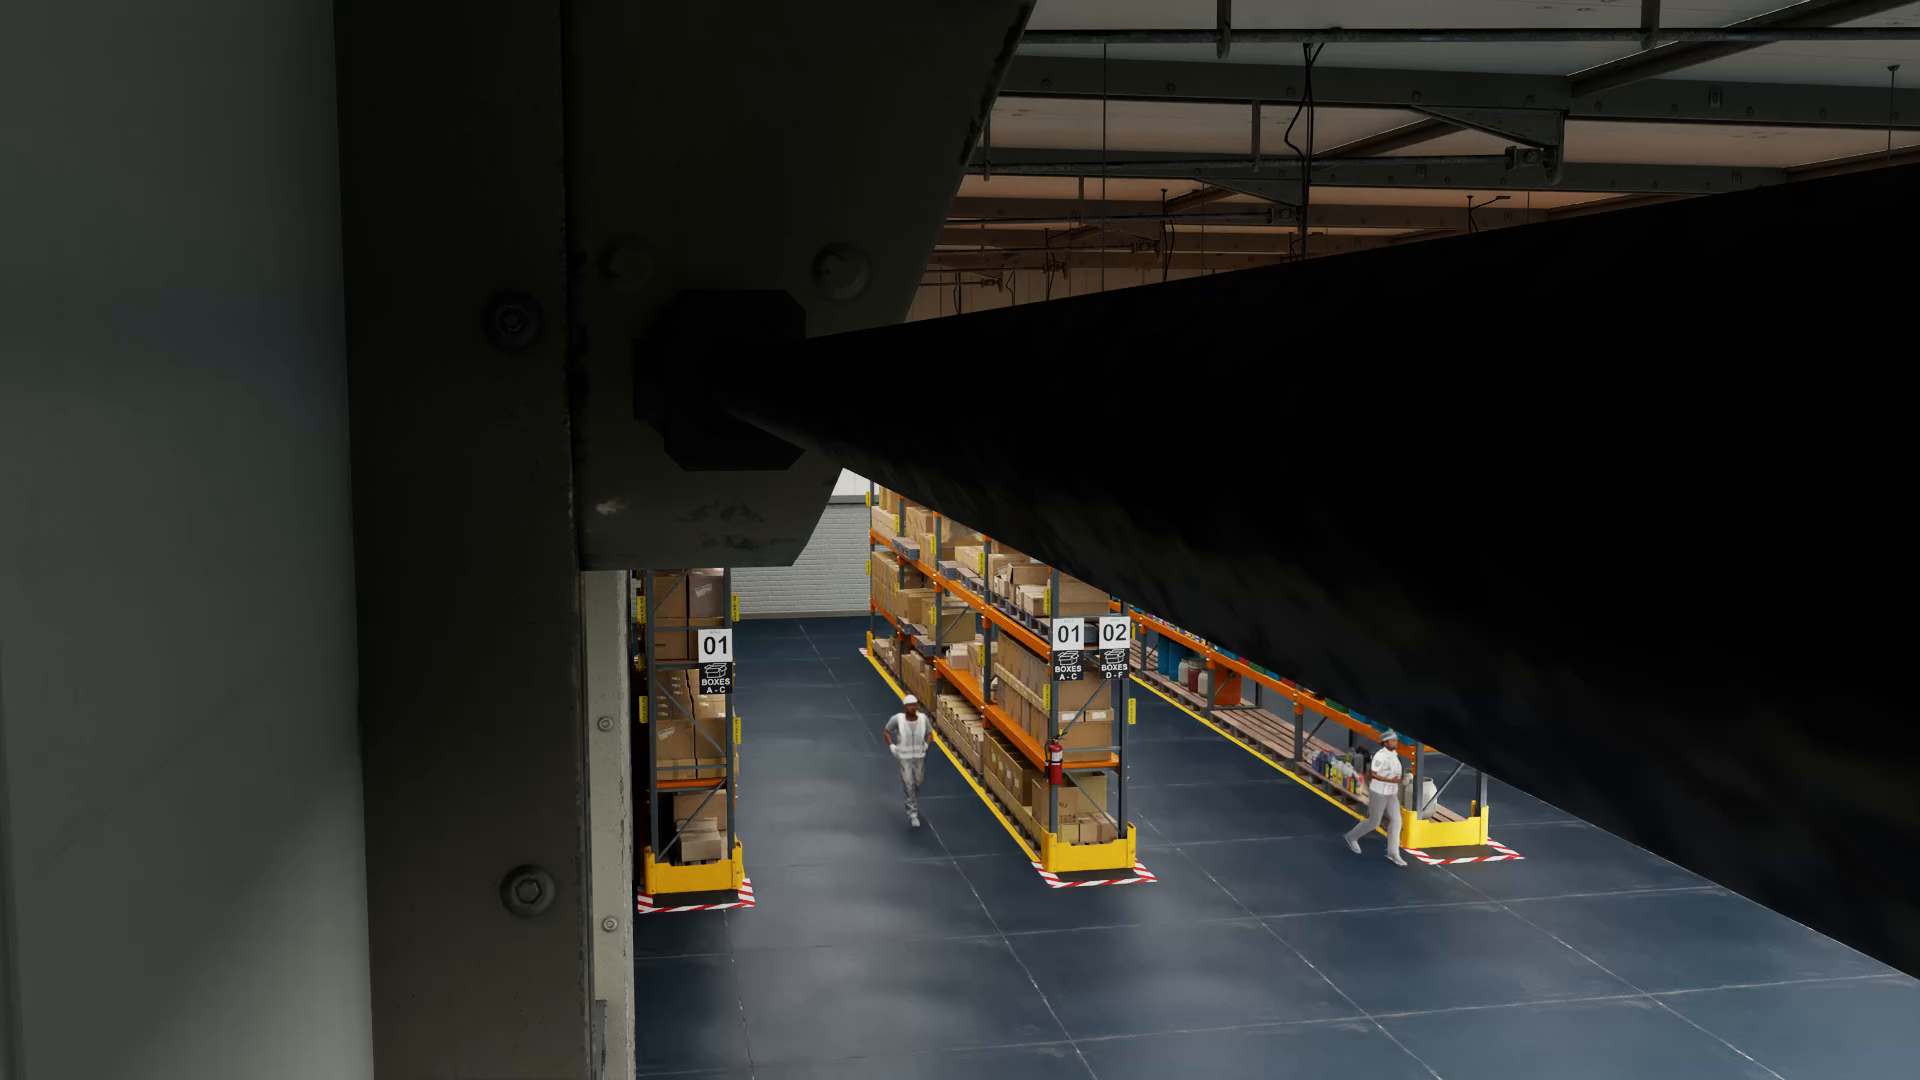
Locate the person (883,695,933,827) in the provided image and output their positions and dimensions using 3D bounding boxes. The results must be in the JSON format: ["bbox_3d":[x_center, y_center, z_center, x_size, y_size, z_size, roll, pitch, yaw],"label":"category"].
[{"bbox_3d":[-0.693,3.031,23.153,0.688,1.783,0.837,-2,6,-17],"label":"person"}]

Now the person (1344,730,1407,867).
[{"bbox_3d":[5.425,3.270,21.381,0.591,1.704,0.855,-6,8,-43],"label":"person"}]
